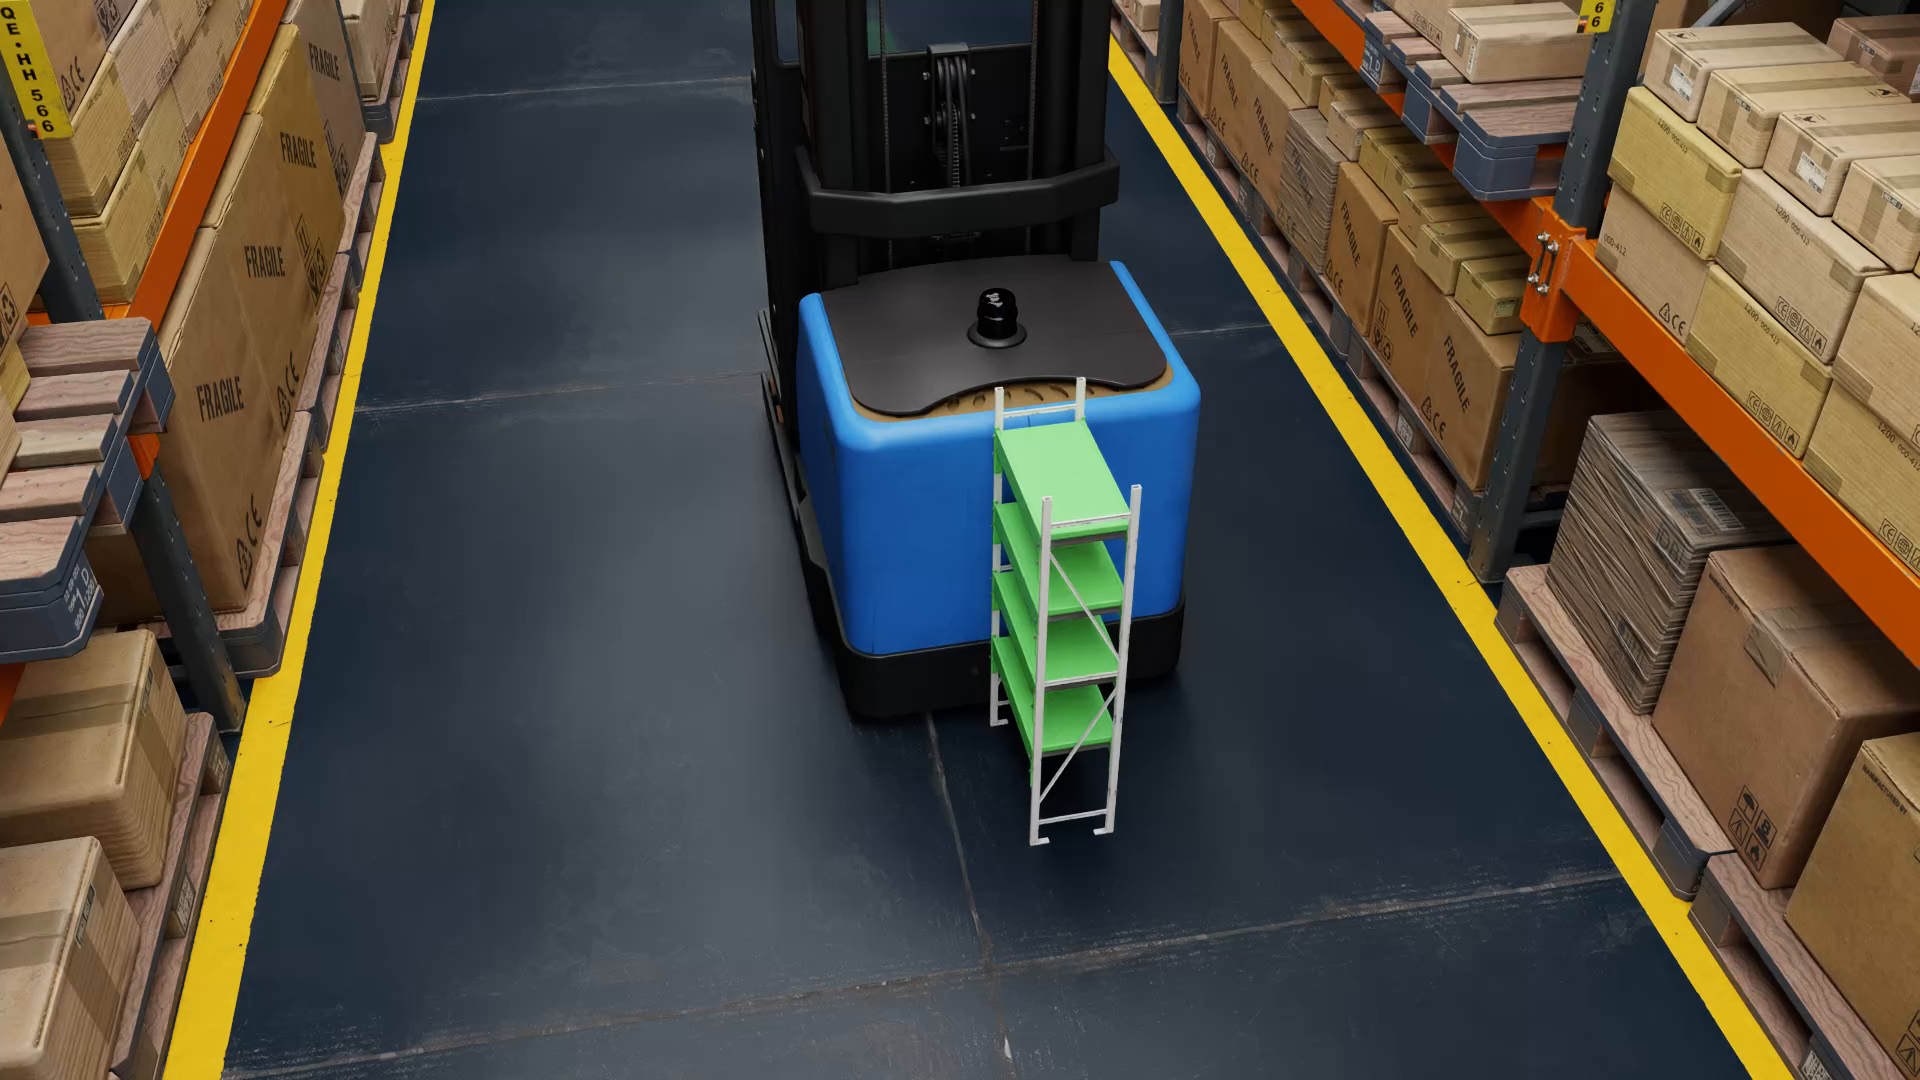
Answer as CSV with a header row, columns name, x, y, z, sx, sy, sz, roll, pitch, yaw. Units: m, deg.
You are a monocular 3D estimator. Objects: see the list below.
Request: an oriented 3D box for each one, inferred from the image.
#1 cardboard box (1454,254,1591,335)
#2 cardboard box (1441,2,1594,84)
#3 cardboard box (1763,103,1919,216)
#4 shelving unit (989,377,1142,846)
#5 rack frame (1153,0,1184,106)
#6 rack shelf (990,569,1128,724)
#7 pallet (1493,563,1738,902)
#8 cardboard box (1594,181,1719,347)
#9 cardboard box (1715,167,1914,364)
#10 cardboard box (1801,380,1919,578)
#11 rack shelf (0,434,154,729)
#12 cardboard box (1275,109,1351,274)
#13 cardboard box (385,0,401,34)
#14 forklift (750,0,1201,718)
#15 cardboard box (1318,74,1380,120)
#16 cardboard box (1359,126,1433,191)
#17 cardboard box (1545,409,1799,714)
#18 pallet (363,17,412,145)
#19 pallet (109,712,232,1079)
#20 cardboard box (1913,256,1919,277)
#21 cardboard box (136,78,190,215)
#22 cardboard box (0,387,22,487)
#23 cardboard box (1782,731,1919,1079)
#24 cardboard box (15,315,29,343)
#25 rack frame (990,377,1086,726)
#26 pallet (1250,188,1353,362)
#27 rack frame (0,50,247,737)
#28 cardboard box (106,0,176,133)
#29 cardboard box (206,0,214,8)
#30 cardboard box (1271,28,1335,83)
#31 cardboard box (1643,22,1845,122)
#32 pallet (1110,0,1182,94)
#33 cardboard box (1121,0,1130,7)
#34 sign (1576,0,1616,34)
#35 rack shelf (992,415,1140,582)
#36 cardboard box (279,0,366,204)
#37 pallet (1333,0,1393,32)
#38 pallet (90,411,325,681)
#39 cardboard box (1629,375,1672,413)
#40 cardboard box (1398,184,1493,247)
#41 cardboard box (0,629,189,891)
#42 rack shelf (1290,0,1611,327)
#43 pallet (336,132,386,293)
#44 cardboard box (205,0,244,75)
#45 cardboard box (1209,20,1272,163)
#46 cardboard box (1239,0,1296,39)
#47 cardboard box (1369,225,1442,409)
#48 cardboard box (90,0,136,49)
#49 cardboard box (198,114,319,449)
name,x,y,z,sx,sy,sz,roll,pitch,yaw
cardboard box,1.885,-0.826,5.535,0.380,0.149,0.250,-8,39,-10
cardboard box,1.728,-1.542,5.153,0.380,0.149,0.250,-6,38,-7
cardboard box,2.105,-0.878,3.825,0.380,0.149,0.250,-5,38,-7
shelving unit,0.261,0.215,4.495,0.258,1.200,0.503,-8,38,-10
rack frame,1.520,-3.536,7.857,1.000,3.000,0.127,-6,38,-8
rack shelf,0.261,0.266,4.534,0.258,0.148,0.480,-8,38,-10
pallet,2.327,0.483,4.957,1.003,0.211,1.213,-6,38,-8
cardboard box,2.058,-0.767,4.414,0.500,0.250,0.500,-6,38,-8
cardboard box,2.145,-0.661,3.871,0.500,0.250,0.500,-5,38,-7
cardboard box,2.239,-0.152,3.623,0.500,0.250,0.500,-7,38,-9
rack shelf,-2.315,0.908,2.722,1.077,0.370,4.000,-6,38,-8
cardboard box,1.654,-1.462,6.882,0.500,0.500,0.500,-8,38,-10
cardboard box,-3.529,-3.085,9.023,0.875,0.438,0.875,-7,38,-9
forklift,-0.135,-1.535,5.337,1.130,2.935,3.031,-8,39,-10
cardboard box,1.687,-1.784,6.768,0.380,0.149,0.250,-6,38,-8
cardboard box,1.758,-1.466,6.359,0.380,0.149,0.250,-7,38,-9
cardboard box,2.317,0.030,4.860,0.875,0.625,0.625,-5,38,-7
pallet,-3.423,-2.366,8.624,1.003,0.211,1.213,-6,38,-8
pallet,-2.530,0.989,4.304,1.003,0.211,1.213,-6,38,-8
cardboard box,2.237,-0.573,3.432,0.380,0.149,0.250,-6,38,-7
cardboard box,-2.611,-1.156,4.915,0.500,0.250,0.500,-7,38,-9
cardboard box,-2.170,-0.176,3.395,0.380,0.149,0.250,-7,38,-8
cardboard box,2.557,0.831,3.829,0.875,0.625,0.625,-8,39,-10
cardboard box,-2.376,-0.478,3.783,0.380,0.149,0.250,-5,38,-6
rack frame,0.209,0.069,4.683,0.240,1.200,0.015,-8,38,-10
pallet,1.917,-1.209,7.134,1.003,0.211,1.213,-6,38,-8
rack frame,-2.665,-0.584,4.057,1.000,3.000,0.127,-6,38,-8
cardboard box,-2.601,-1.367,4.779,0.500,0.250,0.500,-5,38,-7
cardboard box,-2.752,-1.977,5.565,0.500,0.250,0.500,-6,38,-7
cardboard box,1.570,-2.094,7.167,0.380,0.149,0.250,-6,38,-8
cardboard box,1.987,-1.192,4.228,0.380,0.149,0.250,-5,38,-7
pallet,1.400,-2.850,9.246,1.003,0.211,1.213,-6,38,-8
cardboard box,1.070,-3.143,9.237,0.396,0.266,0.258,-5,38,-6
sign,1.688,-1.482,4.333,0.100,0.325,0.005,-6,38,-8
rack shelf,0.261,-0.113,4.239,0.258,0.148,0.480,-8,38,-10
cardboard box,-3.179,-1.961,7.219,0.875,0.875,0.875,-5,38,-7
pallet,1.875,-2.218,6.317,1.003,0.211,1.213,-6,38,-8
pallet,-2.729,0.033,5.536,1.003,0.211,1.213,-6,38,-8
cardboard box,2.423,-0.583,5.751,0.500,0.500,0.500,-5,38,-6
cardboard box,1.804,-1.151,5.953,0.380,0.149,0.250,-7,38,-9
cardboard box,-2.576,0.630,4.293,0.950,0.372,0.625,-9,39,-11
rack shelf,1.870,-2.044,6.522,1.077,0.370,4.000,-6,38,-8
pallet,-3.157,-1.441,7.433,1.003,0.211,1.213,-6,38,-8
cardboard box,-2.787,-1.771,5.707,0.500,0.250,0.500,-6,38,-8
cardboard box,1.486,-2.078,7.675,0.500,0.500,0.500,-7,38,-9
cardboard box,1.501,-2.413,7.577,0.380,0.149,0.250,-8,39,-10
cardboard box,1.858,-0.834,6.074,0.500,0.500,0.500,-7,38,-9
cardboard box,-2.607,-1.641,4.521,0.500,0.500,0.500,-6,38,-8
cardboard box,-2.857,-0.876,5.822,0.875,0.875,0.875,-6,38,-7
